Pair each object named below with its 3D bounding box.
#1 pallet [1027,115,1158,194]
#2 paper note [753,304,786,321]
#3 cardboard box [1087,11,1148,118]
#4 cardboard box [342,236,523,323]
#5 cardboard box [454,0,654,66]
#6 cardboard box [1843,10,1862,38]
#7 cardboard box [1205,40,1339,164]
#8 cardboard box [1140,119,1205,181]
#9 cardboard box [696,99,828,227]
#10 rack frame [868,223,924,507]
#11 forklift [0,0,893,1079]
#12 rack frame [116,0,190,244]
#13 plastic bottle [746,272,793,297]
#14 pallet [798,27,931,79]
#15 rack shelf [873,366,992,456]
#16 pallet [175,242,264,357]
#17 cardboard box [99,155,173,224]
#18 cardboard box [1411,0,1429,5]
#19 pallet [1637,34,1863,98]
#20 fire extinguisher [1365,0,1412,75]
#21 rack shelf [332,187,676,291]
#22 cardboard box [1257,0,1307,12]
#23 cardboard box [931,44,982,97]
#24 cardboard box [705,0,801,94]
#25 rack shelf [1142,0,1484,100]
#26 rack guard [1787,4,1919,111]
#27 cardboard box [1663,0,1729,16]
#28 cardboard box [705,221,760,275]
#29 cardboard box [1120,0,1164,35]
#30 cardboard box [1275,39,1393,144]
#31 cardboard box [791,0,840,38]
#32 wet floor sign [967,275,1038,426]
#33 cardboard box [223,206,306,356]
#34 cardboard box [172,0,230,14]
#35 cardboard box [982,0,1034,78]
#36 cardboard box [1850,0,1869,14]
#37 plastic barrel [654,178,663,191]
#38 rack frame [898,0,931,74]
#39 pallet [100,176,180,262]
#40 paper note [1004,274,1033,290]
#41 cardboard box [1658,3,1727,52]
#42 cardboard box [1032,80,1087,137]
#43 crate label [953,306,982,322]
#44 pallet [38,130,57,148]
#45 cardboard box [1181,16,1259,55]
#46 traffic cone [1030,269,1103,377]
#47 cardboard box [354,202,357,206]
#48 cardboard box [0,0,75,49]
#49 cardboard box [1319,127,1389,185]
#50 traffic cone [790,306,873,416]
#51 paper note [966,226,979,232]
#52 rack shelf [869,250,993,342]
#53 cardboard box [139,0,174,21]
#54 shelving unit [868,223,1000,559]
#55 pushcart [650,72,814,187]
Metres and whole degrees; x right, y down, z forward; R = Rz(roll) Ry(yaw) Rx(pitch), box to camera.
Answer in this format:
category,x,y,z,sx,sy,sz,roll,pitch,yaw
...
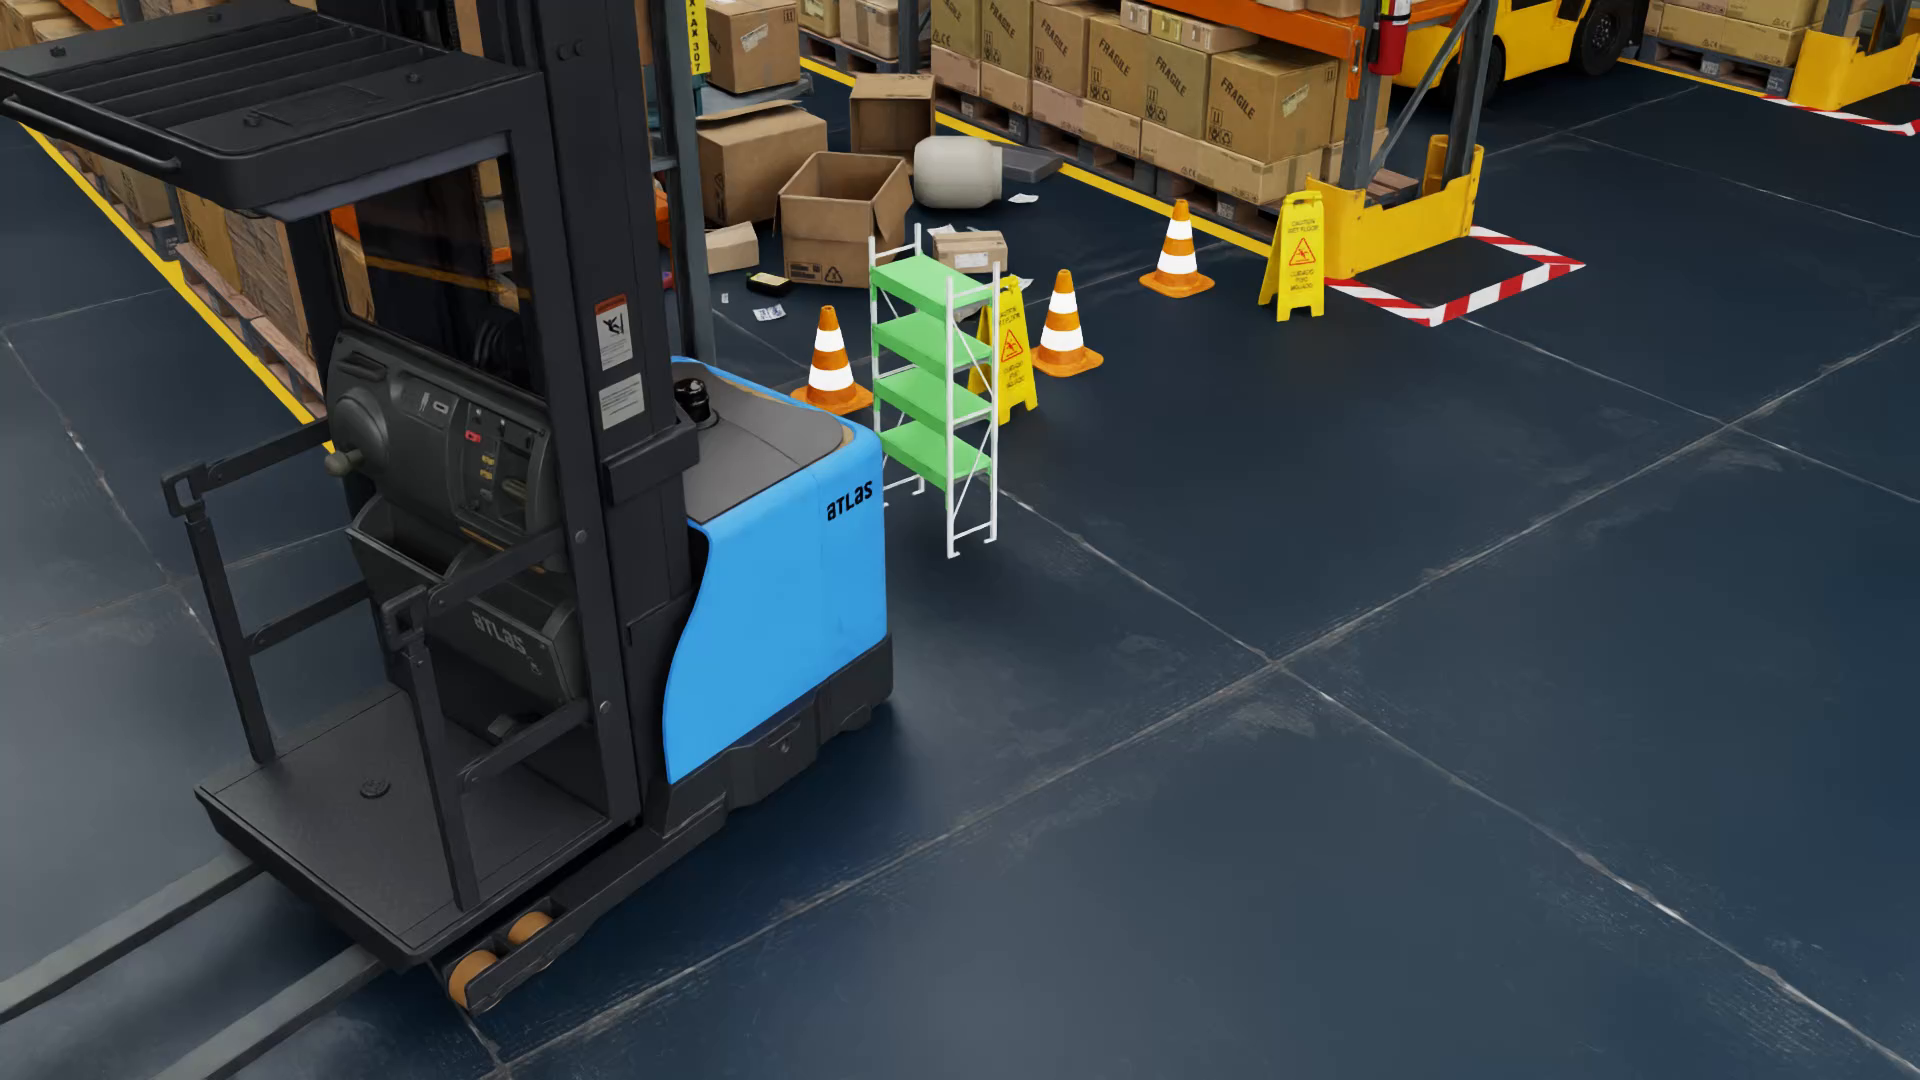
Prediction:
category,x,y,z,sx,sy,sz,roll,pitch,yaw
pallet,1.193,-2.606,10.747,1.003,0.211,1.213,-22,38,-31
paper note,-0.989,-1.181,8.624,0.144,0.017,0.142,-10,33,-15
cardboard box,1.130,-2.909,10.088,0.500,0.500,0.500,-23,39,-32
cardboard box,-1.862,-0.795,6.802,0.875,0.875,0.875,-22,38,-31
cardboard box,-1.591,-1.947,5.877,0.875,0.550,0.550,-22,38,-31
cardboard box,6.226,-3.787,12.213,0.500,0.250,0.500,-22,38,-31
cardboard box,1.757,-2.480,9.397,0.500,0.500,0.500,-22,38,-31
cardboard box,1.434,-2.380,9.947,0.500,0.250,0.500,-22,38,-31
cardboard box,-1.203,-2.198,9.684,0.797,0.637,0.503,-22,38,-31
rack frame,-0.251,-0.680,6.708,0.240,1.200,0.015,-22,38,-31
forklift,-1.546,-0.230,4.342,1.130,2.935,3.031,23,39,32
rack frame,-3.847,-2.925,8.616,1.000,3.000,0.127,-22,38,-31
plastic bottle,-1.049,-1.376,8.908,0.283,0.061,0.133,18,36,27
pallet,-0.478,-3.708,12.520,1.003,0.211,1.213,-22,38,-31
rack shelf,-0.102,-0.524,6.578,0.258,0.148,0.480,-22,38,-31
pallet,-3.443,-1.398,8.801,1.003,0.211,1.213,-22,38,-31
cardboard box,-4.299,-2.377,9.468,1.050,0.750,0.750,-22,38,-32
cardboard box,2.409,-3.003,8.980,0.380,0.149,0.250,-22,38,-31
pallet,5.870,-3.629,12.393,1.003,0.211,1.213,-22,38,-31
fire extinguisher,2.160,-2.672,8.282,0.296,0.674,0.183,-22,38,-31
rack shelf,-2.621,-1.786,7.464,1.077,0.370,4.000,-22,38,-31
cardboard box,1.812,-2.951,8.896,0.380,0.149,0.250,-23,38,-32
cardboard box,0.149,-3.245,11.340,0.500,0.250,0.500,-24,39,-33
cardboard box,-1.387,-3.240,10.775,0.500,0.500,0.500,-22,38,-31
rack shelf,1.227,-3.429,10.110,1.077,0.370,4.000,-22,38,-31
rack guard,6.387,-3.437,11.810,1.175,0.500,0.348,-22,38,-31
cardboard box,5.528,-4.046,12.155,0.500,0.250,0.500,-23,38,-32
cardboard box,-1.338,-1.643,9.143,0.396,0.266,0.258,-16,35,-23
cardboard box,1.166,-3.103,9.785,0.380,0.149,0.250,-21,37,-29
cardboard box,2.163,-2.666,9.696,0.500,0.500,0.500,-24,39,-33
cardboard box,-0.766,-4.147,12.676,0.950,0.372,0.625,-20,37,-29
wet floor sign,0.187,-0.886,7.565,0.232,0.644,0.267,26,40,35
cardboard box,-2.961,-1.541,8.004,0.875,0.875,0.875,-22,38,-31
cardboard box,-3.018,-2.353,7.554,0.875,0.550,0.550,-22,38,-31
cardboard box,0.487,-3.345,10.790,0.500,0.500,0.500,-21,37,-30
cardboard box,6.248,-3.995,12.073,0.500,0.250,0.500,-21,38,-31
plastic barrel,-1.940,-1.854,9.334,0.512,0.421,0.421,1,32,2
rack frame,0.001,-4.568,11.262,1.000,3.000,0.127,-22,38,-31
pallet,-4.380,-2.037,9.830,1.003,0.211,1.213,-22,38,-31
paper note,0.302,-1.390,8.959,0.142,0.019,0.148,18,36,27
cardboard box,5.537,-3.823,12.270,0.500,0.250,0.500,-22,38,-31
cardboard box,0.813,-2.806,10.634,0.500,0.250,0.500,-23,38,-32
crate label,-0.028,-1.254,8.639,0.298,0.136,0.250,12,34,19
pallet,-5.876,-3.054,11.468,1.003,0.211,1.213,-22,38,-31
cardboard box,1.478,-2.887,9.437,0.380,0.149,0.250,-21,38,-30
traffic cone,0.503,-1.085,8.058,0.336,0.463,0.334,-22,38,-31
cardboard box,-2.012,-1.684,6.475,0.875,0.550,0.550,-22,38,-31
cardboard box,-5.459,-3.168,10.742,1.050,0.750,0.750,-22,38,-31
cardboard box,2.178,-2.337,9.878,0.500,0.250,0.500,-23,38,-32
traffic cone,-0.598,-0.861,7.697,0.336,0.463,0.334,-22,38,-31
paper note,0.084,-1.796,9.633,0.032,0.001,0.123,-22,38,-31
rack shelf,-0.101,-0.932,6.325,0.258,0.148,0.480,-22,38,-31
cardboard box,-3.612,-2.839,8.335,0.875,0.550,0.550,-22,38,-31
shelving unit,-0.102,-0.579,6.545,0.258,1.200,0.503,-22,38,-31
pushcart,-1.769,-2.696,10.733,0.936,0.377,1.648,18,36,27
